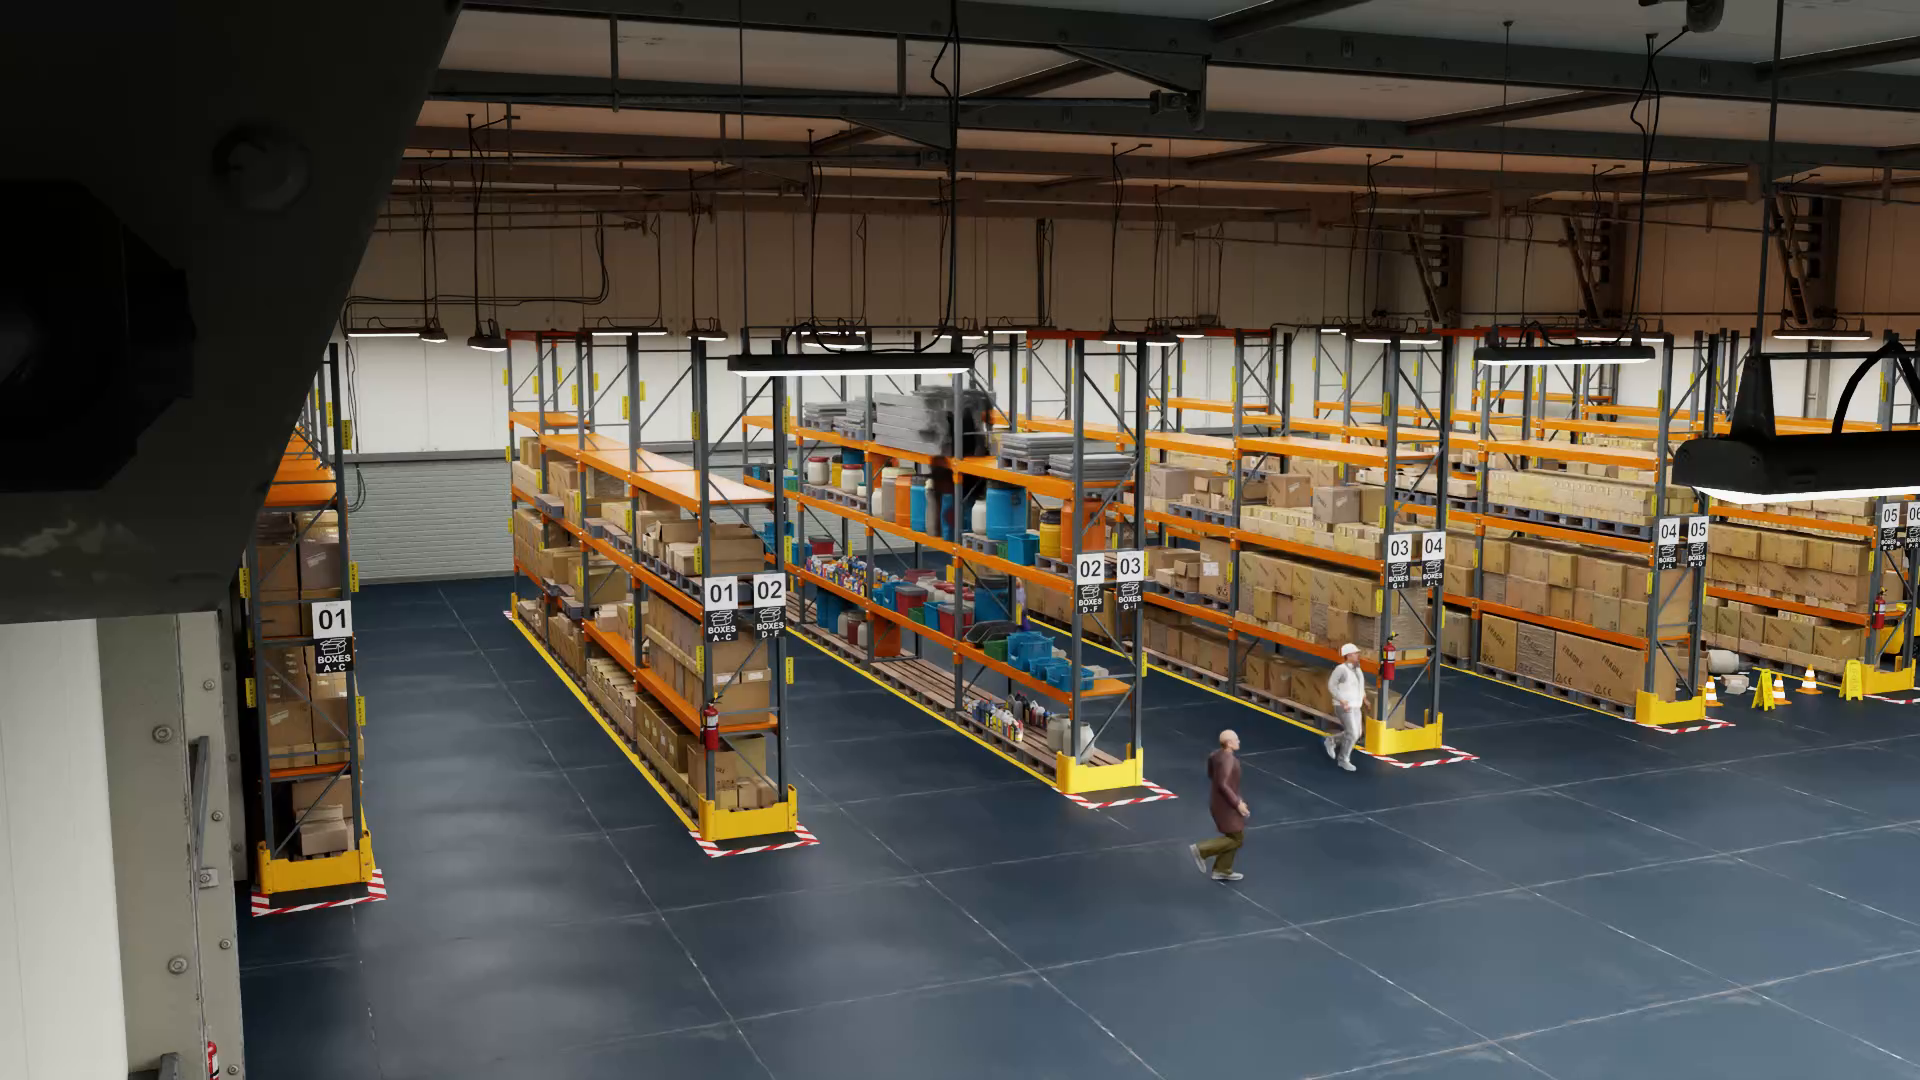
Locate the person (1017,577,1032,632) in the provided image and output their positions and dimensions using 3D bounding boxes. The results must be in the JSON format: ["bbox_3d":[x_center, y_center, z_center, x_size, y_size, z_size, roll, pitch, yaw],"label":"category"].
[{"bbox_3d":[0.979,1.441,30.160,0.586,1.667,0.753,-4,9,-29],"label":"person"}]

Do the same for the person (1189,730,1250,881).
[{"bbox_3d":[2.876,2.970,18.575,0.667,1.730,0.697,0,8,-3],"label":"person"}]

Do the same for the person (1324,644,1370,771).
[{"bbox_3d":[5.424,2.317,23.375,0.709,1.734,0.593,-8,11,-44],"label":"person"}]

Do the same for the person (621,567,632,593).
[{"bbox_3d":[-7.143,0.721,35.457,0.865,1.673,0.628,5,9,31],"label":"person"}]
